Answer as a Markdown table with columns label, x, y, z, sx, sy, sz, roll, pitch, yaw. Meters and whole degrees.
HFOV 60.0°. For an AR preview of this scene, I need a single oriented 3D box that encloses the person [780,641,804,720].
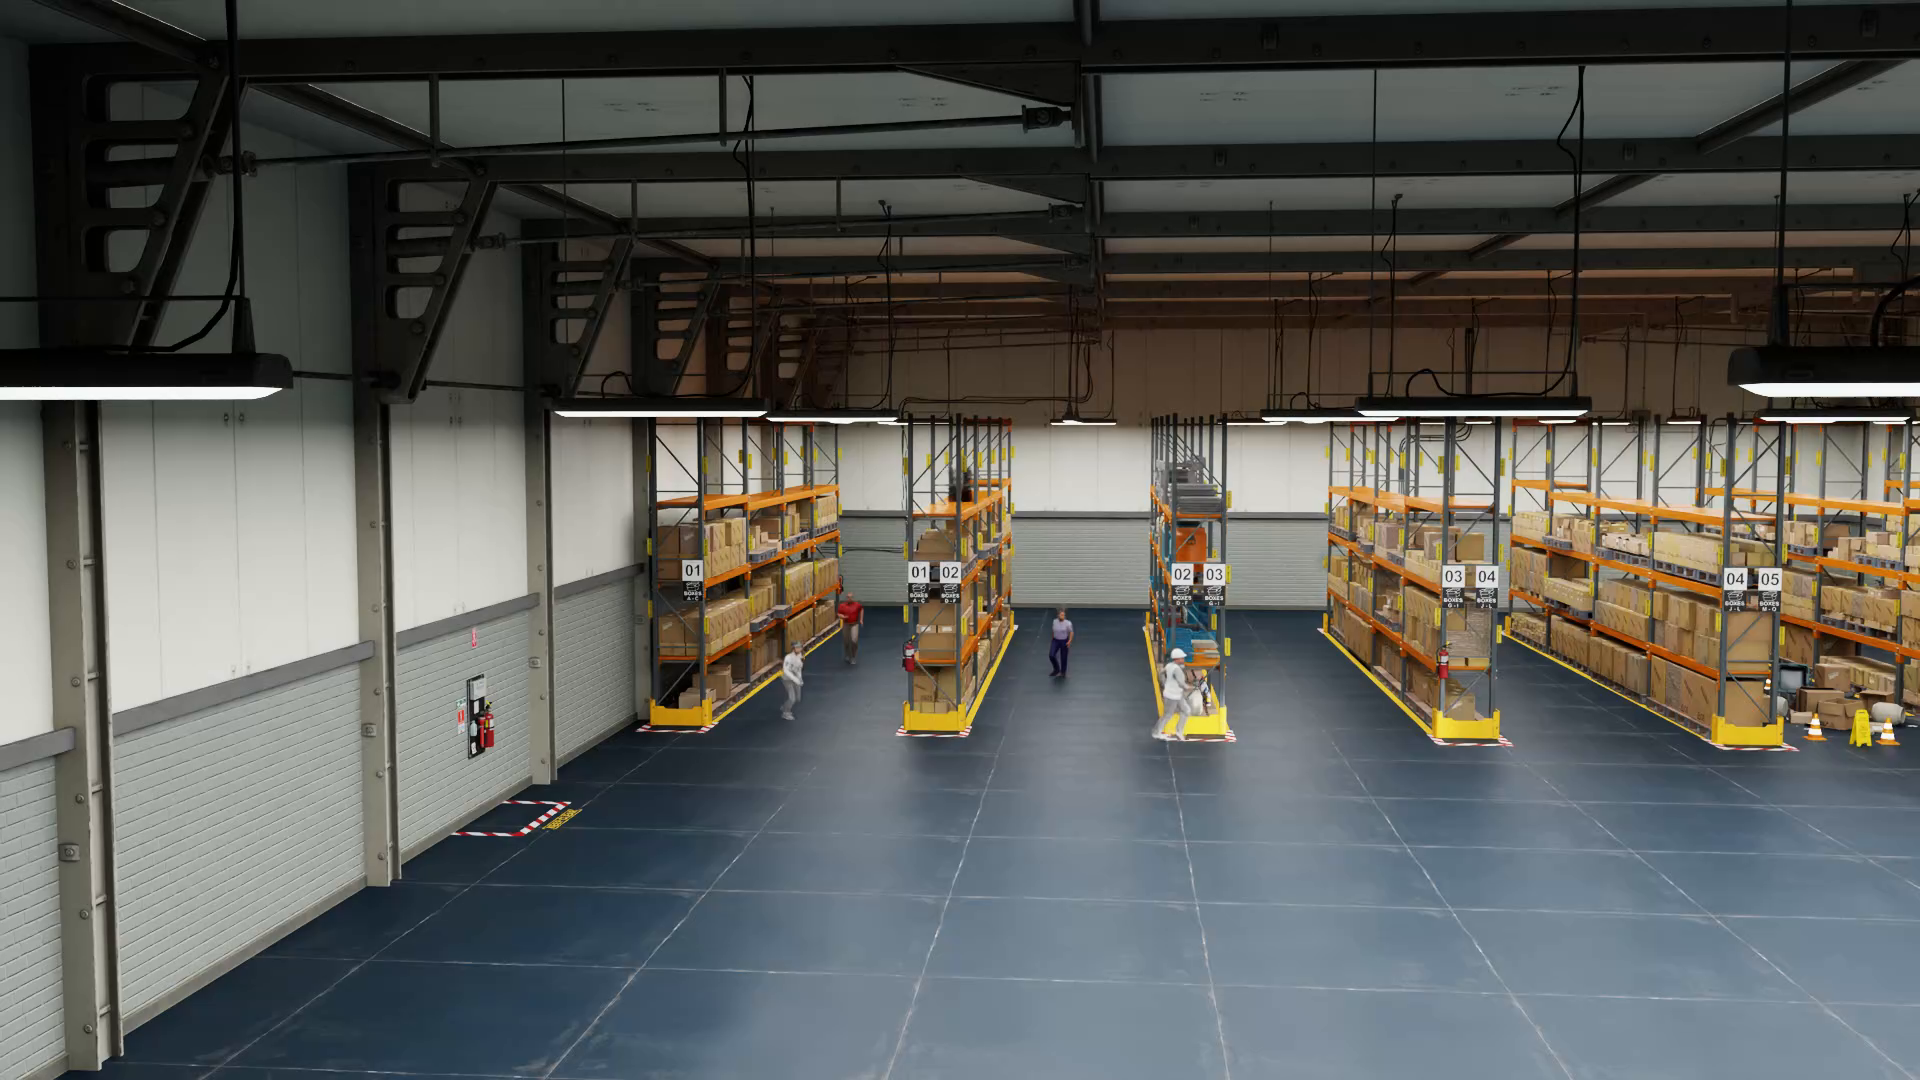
| label | x | y | z | sx | sy | sz | roll | pitch | yaw |
| --- | --- | --- | --- | --- | --- | --- | --- | --- | --- |
| person | -3.338 | 2.744 | 32.538 | 0.702 | 1.612 | 0.577 | 3 | 5 | 33 |

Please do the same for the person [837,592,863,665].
| label | x | y | z | sx | sy | sz | roll | pitch | yaw |
| --- | --- | --- | --- | --- | --- | --- | --- | --- | --- |
| person | -2.670 | 2.158 | 40.375 | 0.623 | 1.790 | 0.854 | 0 | 4 | 0 |

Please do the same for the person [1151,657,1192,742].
| label | x | y | z | sx | sy | sz | roll | pitch | yaw |
| --- | --- | --- | --- | --- | --- | --- | --- | --- | --- |
| person | 3.834 | 2.871 | 30.150 | 0.739 | 1.728 | 0.699 | 1 | 4 | 10 |

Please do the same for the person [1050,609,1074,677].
| label | x | y | z | sx | sy | sz | roll | pitch | yaw |
| --- | --- | --- | --- | --- | --- | --- | --- | --- | --- |
| person | 2.335 | 2.364 | 38.045 | 0.586 | 1.575 | 0.737 | 1 | 4 | 14 |
